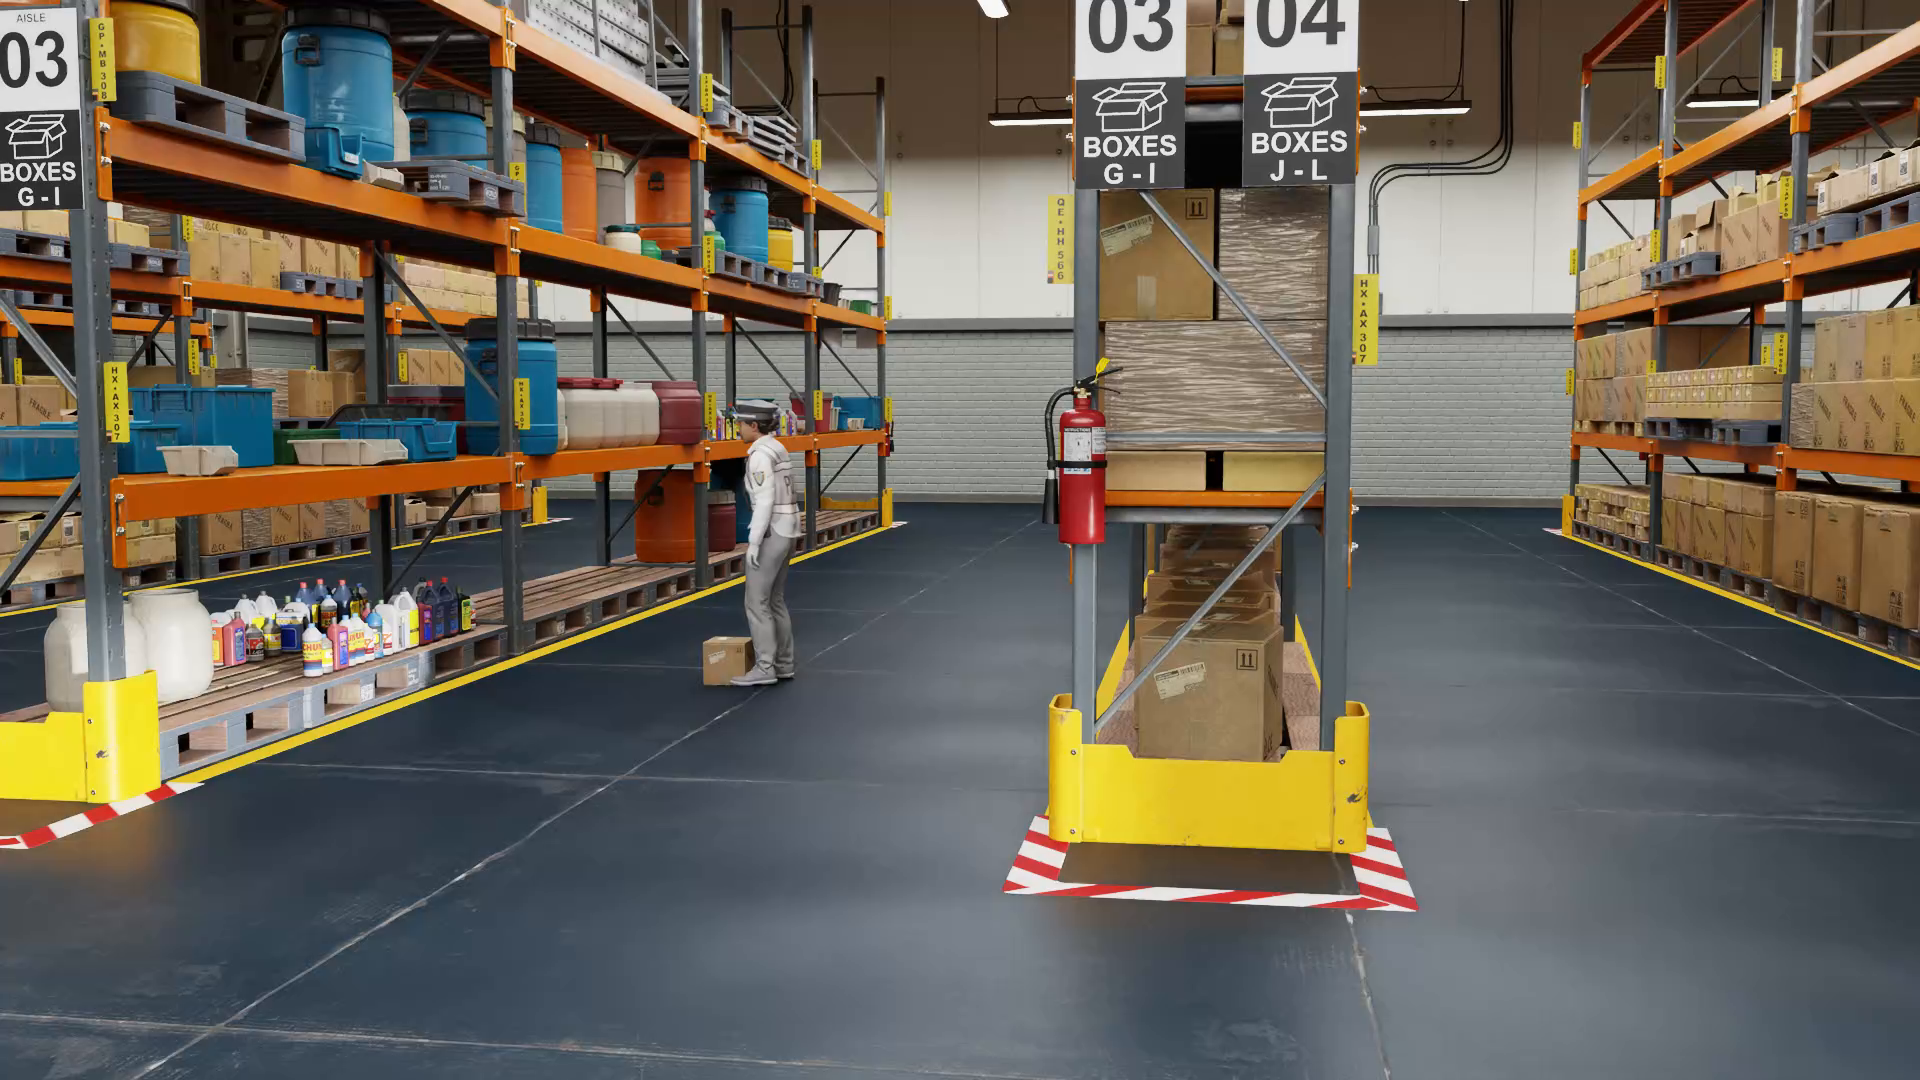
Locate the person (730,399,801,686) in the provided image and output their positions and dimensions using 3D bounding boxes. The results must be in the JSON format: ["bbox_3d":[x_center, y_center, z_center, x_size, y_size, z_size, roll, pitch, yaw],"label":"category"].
[{"bbox_3d":[-1.141,0.012,9.729,0.405,1.663,0.538,1,5,7],"label":"person"}]
